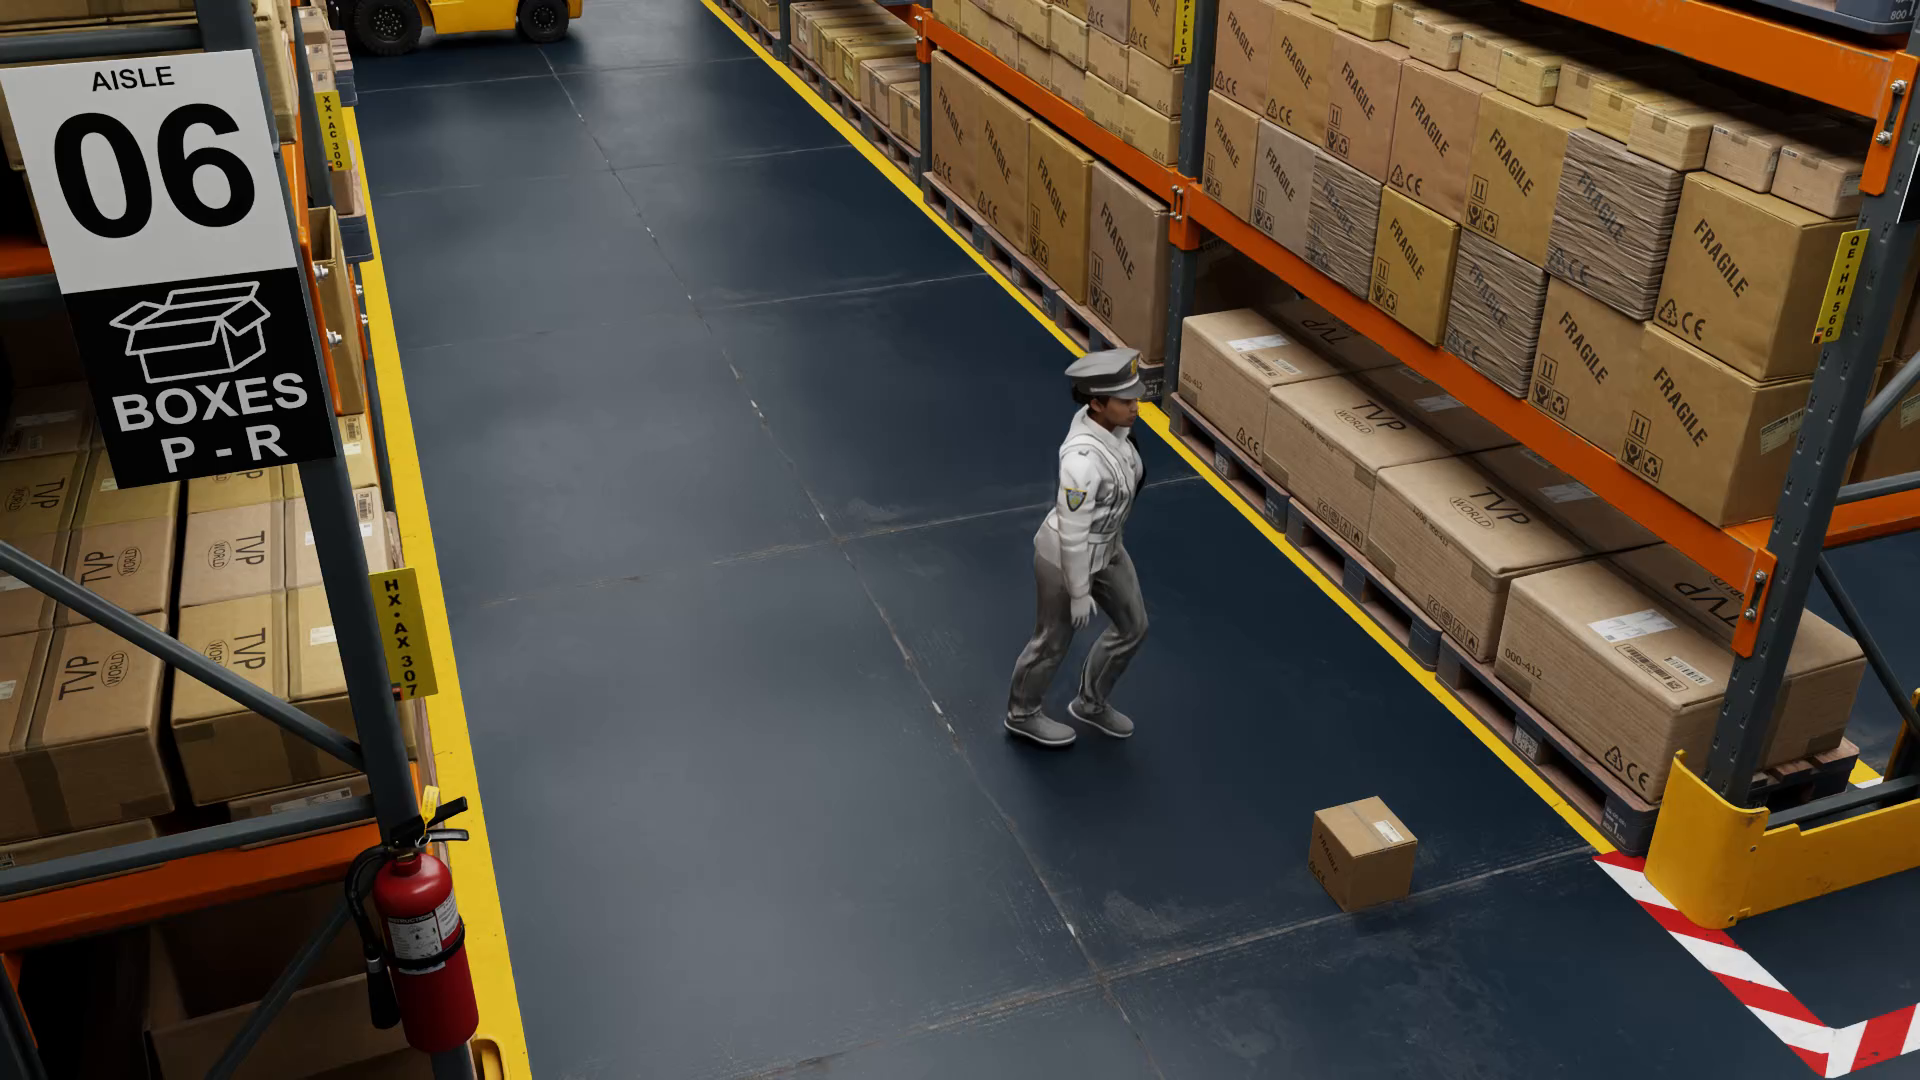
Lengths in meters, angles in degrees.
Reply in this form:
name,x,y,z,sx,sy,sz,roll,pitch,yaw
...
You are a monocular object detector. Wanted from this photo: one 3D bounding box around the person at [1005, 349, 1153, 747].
name,x,y,z,sx,sy,sz,roll,pitch,yaw
person,0.426,0.087,5.981,0.535,1.707,0.519,12,32,20
